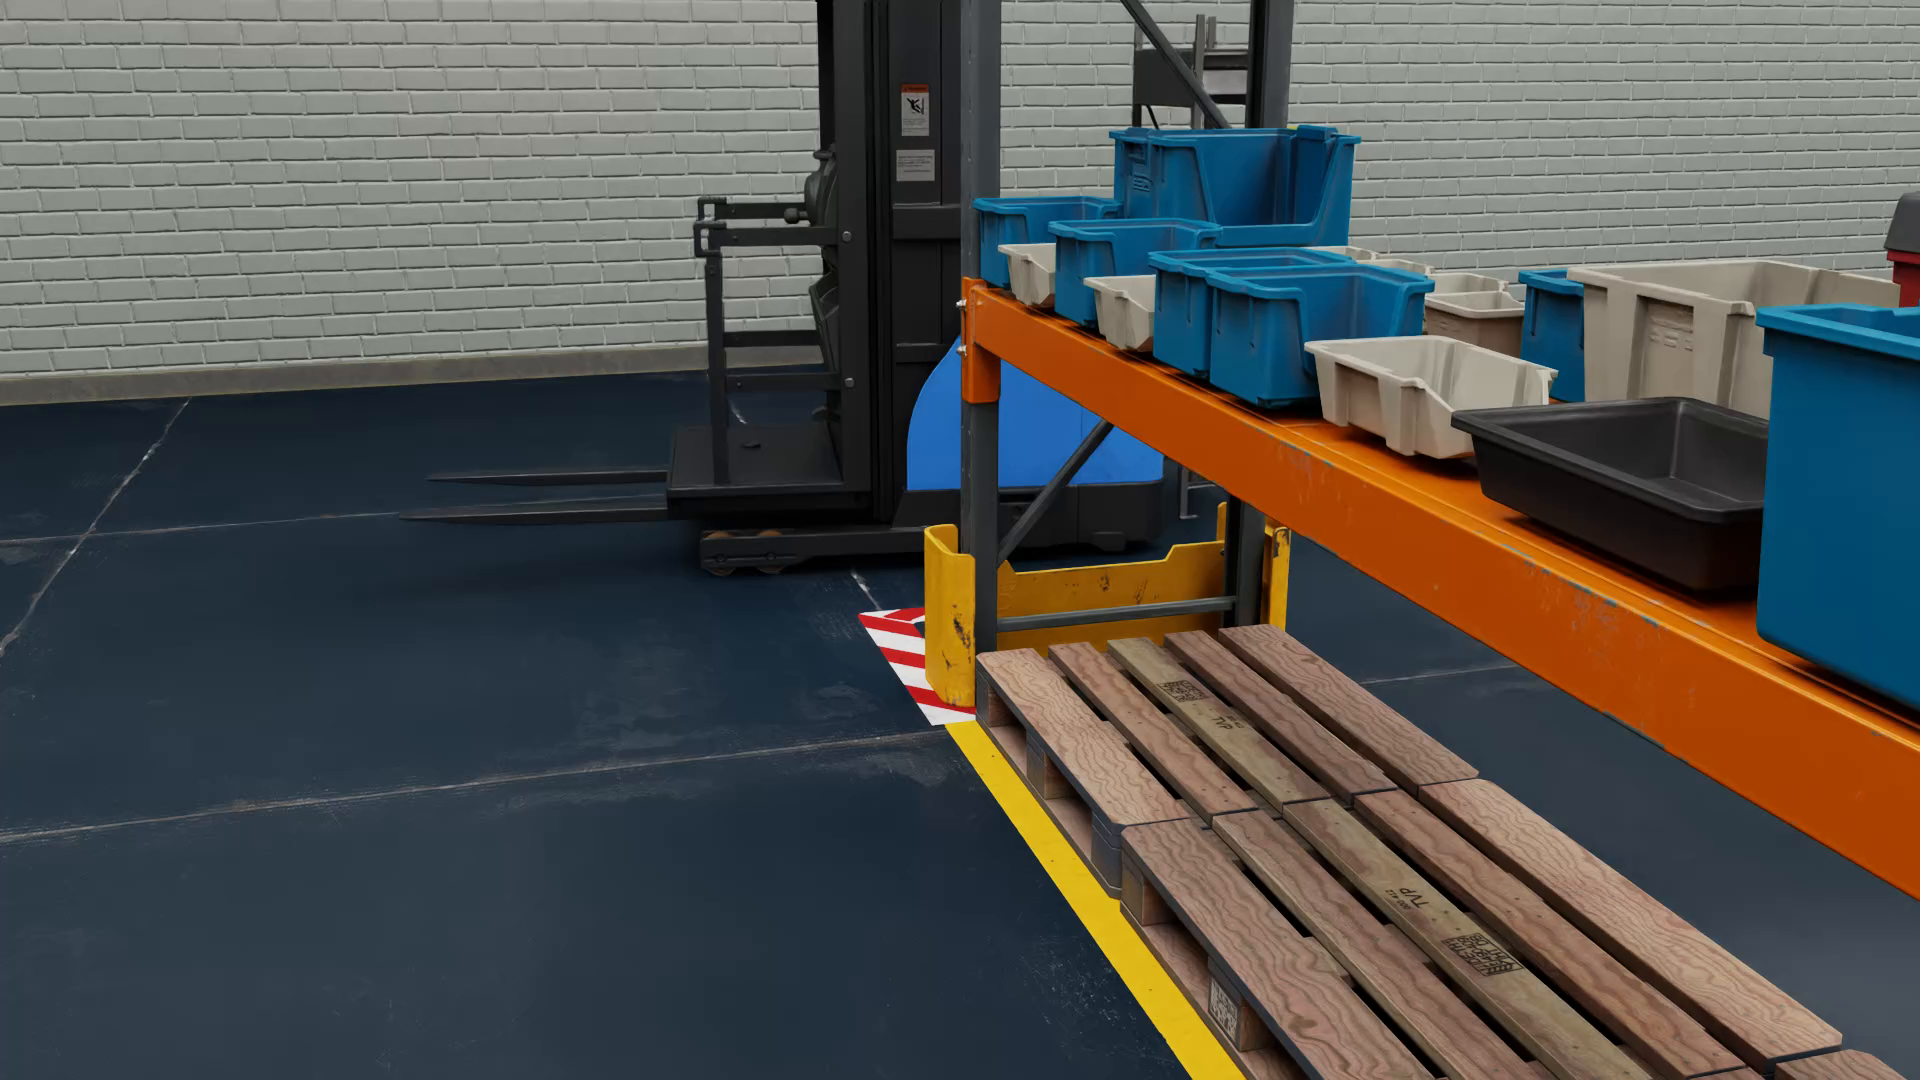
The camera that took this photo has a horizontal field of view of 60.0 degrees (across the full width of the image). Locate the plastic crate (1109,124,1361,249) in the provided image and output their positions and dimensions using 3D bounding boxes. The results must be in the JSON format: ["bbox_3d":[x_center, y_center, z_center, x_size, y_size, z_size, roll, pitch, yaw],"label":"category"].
[{"bbox_3d":[0.770,-0.962,4.776,0.616,0.435,0.499,-5,17,-15],"label":"plastic crate"}]

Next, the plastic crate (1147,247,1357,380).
[{"bbox_3d":[0.612,-0.485,3.538,0.416,0.233,0.300,-5,17,-15],"label":"plastic crate"}]

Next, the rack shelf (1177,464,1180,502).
[{"bbox_3d":[1.035,-0.498,7.438,0.431,0.518,0.480,-8,18,-23],"label":"rack shelf"}]

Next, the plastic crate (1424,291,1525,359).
[{"bbox_3d":[1.162,-0.449,3.587,0.298,0.136,0.250,-5,17,-15],"label":"plastic crate"}]

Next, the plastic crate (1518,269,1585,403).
[{"bbox_3d":[1.310,-0.395,3.241,0.416,0.233,0.300,-5,17,-15],"label":"plastic crate"}]

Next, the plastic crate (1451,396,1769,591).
[{"bbox_3d":[1.032,-0.073,2.357,0.437,0.125,0.590,-5,17,-15],"label":"plastic crate"}]

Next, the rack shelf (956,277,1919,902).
[{"bbox_3d":[1.048,-0.097,3.311,1.077,0.370,4.000,-5,17,-15],"label":"rack shelf"}]

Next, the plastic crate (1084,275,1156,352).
[{"bbox_3d":[0.445,-0.520,3.823,0.250,0.136,0.298,-5,17,-15],"label":"plastic crate"}]

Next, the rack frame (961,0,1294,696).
[{"bbox_3d":[0.499,-0.995,5.049,1.000,3.000,0.127,-5,17,-15],"label":"rack frame"}]

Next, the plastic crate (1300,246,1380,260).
[{"bbox_3d":[0.897,-0.686,4.375,0.396,0.136,0.243,-5,17,-15],"label":"plastic crate"}]

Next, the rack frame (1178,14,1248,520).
[{"bbox_3d":[1.132,-1.118,7.019,0.400,2.100,0.015,-8,18,-23],"label":"rack frame"}]

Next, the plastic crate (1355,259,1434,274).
[{"bbox_3d":[0.963,-0.604,4.104,0.396,0.136,0.243,-5,17,-15],"label":"plastic crate"}]

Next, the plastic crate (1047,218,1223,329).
[{"bbox_3d":[0.431,-0.667,4.144,0.416,0.233,0.300,-5,17,-15],"label":"plastic crate"}]

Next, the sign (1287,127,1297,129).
[{"bbox_3d":[1.023,-1.121,5.185,0.100,0.325,0.005,-5,17,-15],"label":"sign"}]

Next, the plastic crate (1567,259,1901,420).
[{"bbox_3d":[1.356,-0.297,2.829,0.437,0.282,0.530,-5,17,-15],"label":"plastic crate"}]

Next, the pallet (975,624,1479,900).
[{"bbox_3d":[0.688,0.572,4.681,1.003,0.211,1.213,-5,17,-15],"label":"pallet"}]

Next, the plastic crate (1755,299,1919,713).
[{"bbox_3d":[1.142,-0.011,1.699,0.392,0.384,0.575,-5,17,-15],"label":"plastic crate"}]

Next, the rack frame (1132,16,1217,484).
[{"bbox_3d":[0.932,-1.245,7.446,0.400,2.100,0.015,-8,18,-23],"label":"rack frame"}]

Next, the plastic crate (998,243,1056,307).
[{"bbox_3d":[0.259,-0.707,4.447,0.250,0.136,0.298,-5,17,-15],"label":"plastic crate"}]

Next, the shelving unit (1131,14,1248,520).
[{"bbox_3d":[1.032,-1.182,7.233,0.431,2.100,0.503,-8,18,-23],"label":"shelving unit"}]

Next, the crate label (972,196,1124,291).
[{"bbox_3d":[0.250,-0.849,4.750,0.416,0.233,0.303,-5,17,-15],"label":"crate label"}]

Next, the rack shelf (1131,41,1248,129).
[{"bbox_3d":[1.030,-1.839,7.035,0.431,0.518,0.480,-8,18,-23],"label":"rack shelf"}]

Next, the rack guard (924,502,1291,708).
[{"bbox_3d":[0.480,0.197,5.427,1.175,0.500,0.348,-5,17,-15],"label":"rack guard"}]

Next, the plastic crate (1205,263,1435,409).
[{"bbox_3d":[0.694,-0.402,3.262,0.416,0.233,0.300,-5,17,-15],"label":"plastic crate"}]

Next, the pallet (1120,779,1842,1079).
[{"bbox_3d":[1.020,0.909,3.559,1.003,0.211,1.213,-5,17,-15],"label":"pallet"}]

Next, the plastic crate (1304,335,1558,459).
[{"bbox_3d":[0.831,-0.248,2.919,0.293,0.136,0.466,-5,17,-15],"label":"plastic crate"}]

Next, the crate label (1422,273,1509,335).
[{"bbox_3d":[1.063,-0.529,3.854,0.396,0.136,0.243,-5,17,-15],"label":"crate label"}]

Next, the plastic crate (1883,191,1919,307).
[{"bbox_3d":[1.594,-0.214,2.236,0.402,0.464,0.583,-5,17,-15],"label":"plastic crate"}]

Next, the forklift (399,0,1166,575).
[{"bbox_3d":[-0.725,-1.428,6.610,3.031,2.935,1.130,-2,17,-7],"label":"forklift"}]

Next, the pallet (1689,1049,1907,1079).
[{"bbox_3d":[1.359,1.247,2.434,1.003,0.211,1.213,-5,17,-15],"label":"pallet"}]
